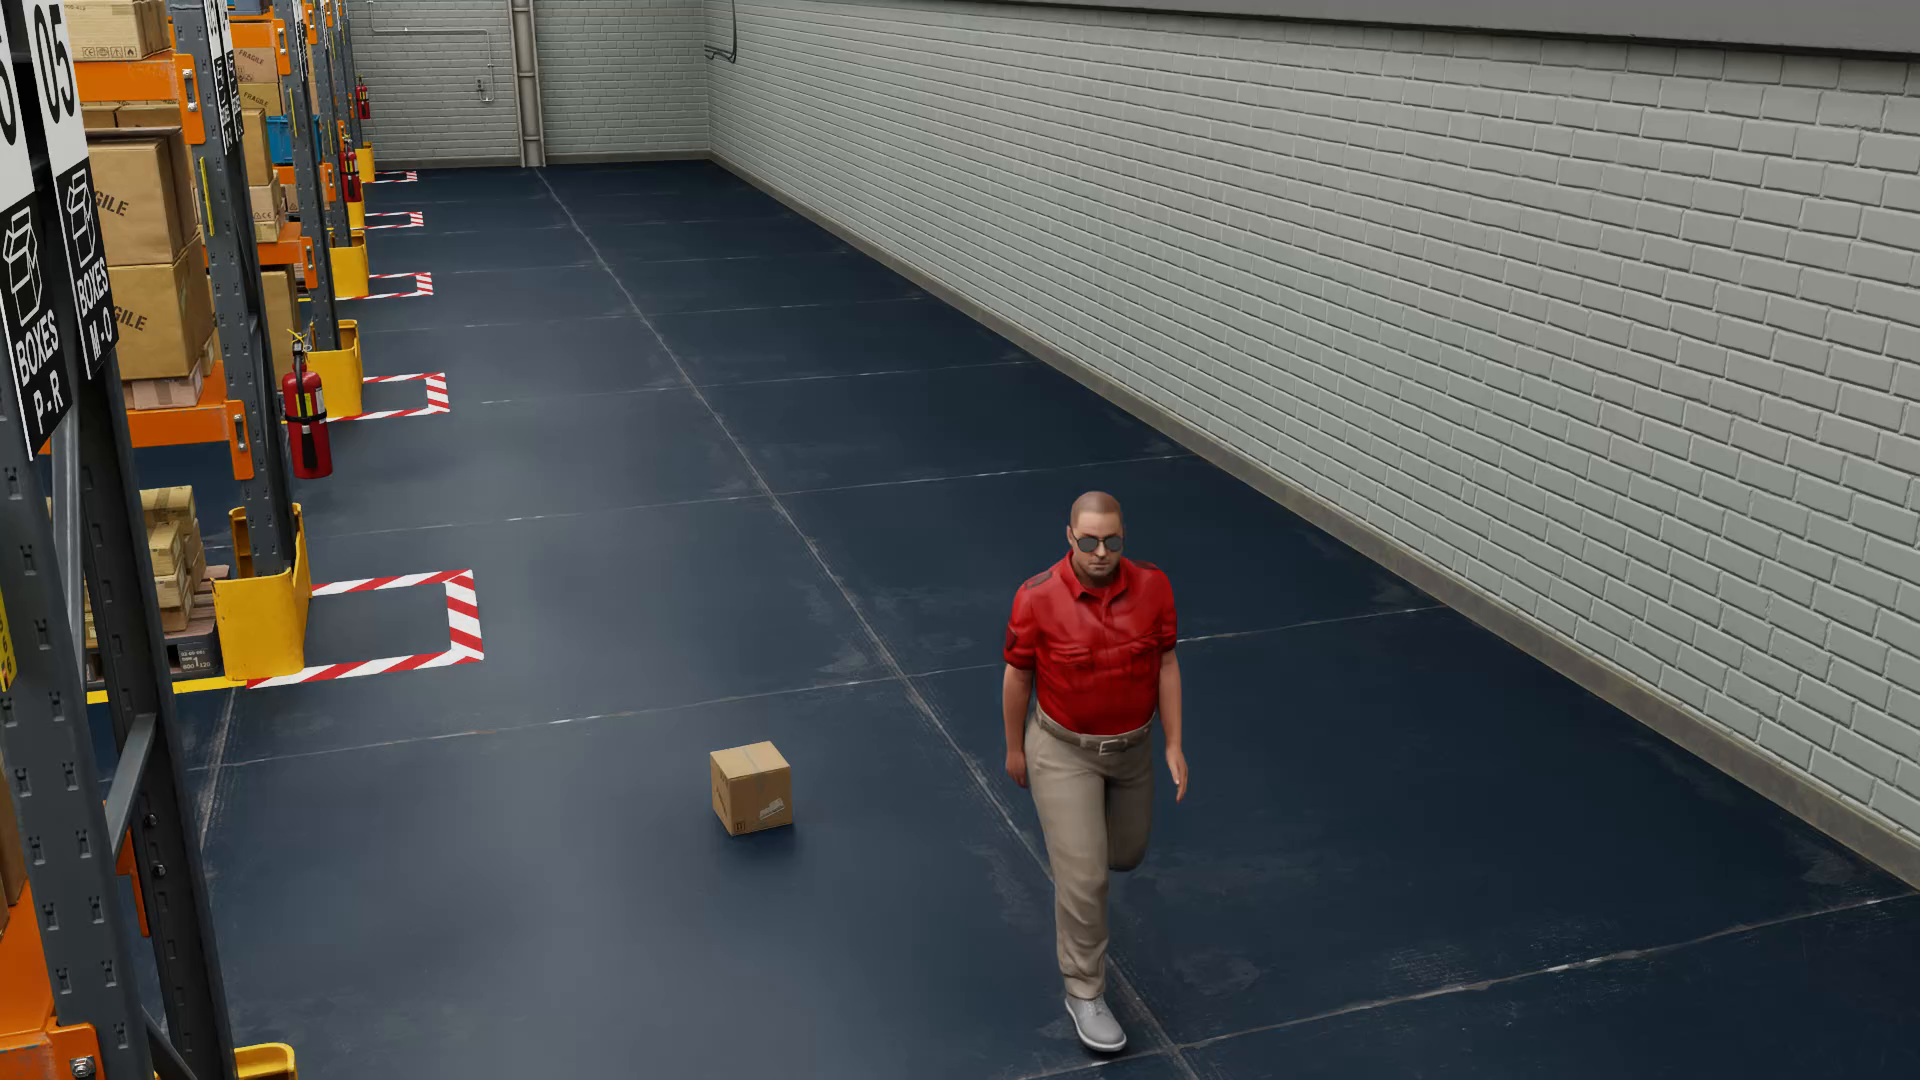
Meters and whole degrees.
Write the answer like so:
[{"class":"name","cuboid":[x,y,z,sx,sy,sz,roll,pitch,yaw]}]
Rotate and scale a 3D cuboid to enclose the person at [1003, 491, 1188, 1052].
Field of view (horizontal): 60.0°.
[{"class":"person","cuboid":[0.400,0.629,5.243,0.539,1.682,0.941,-7,20,-19]}]
